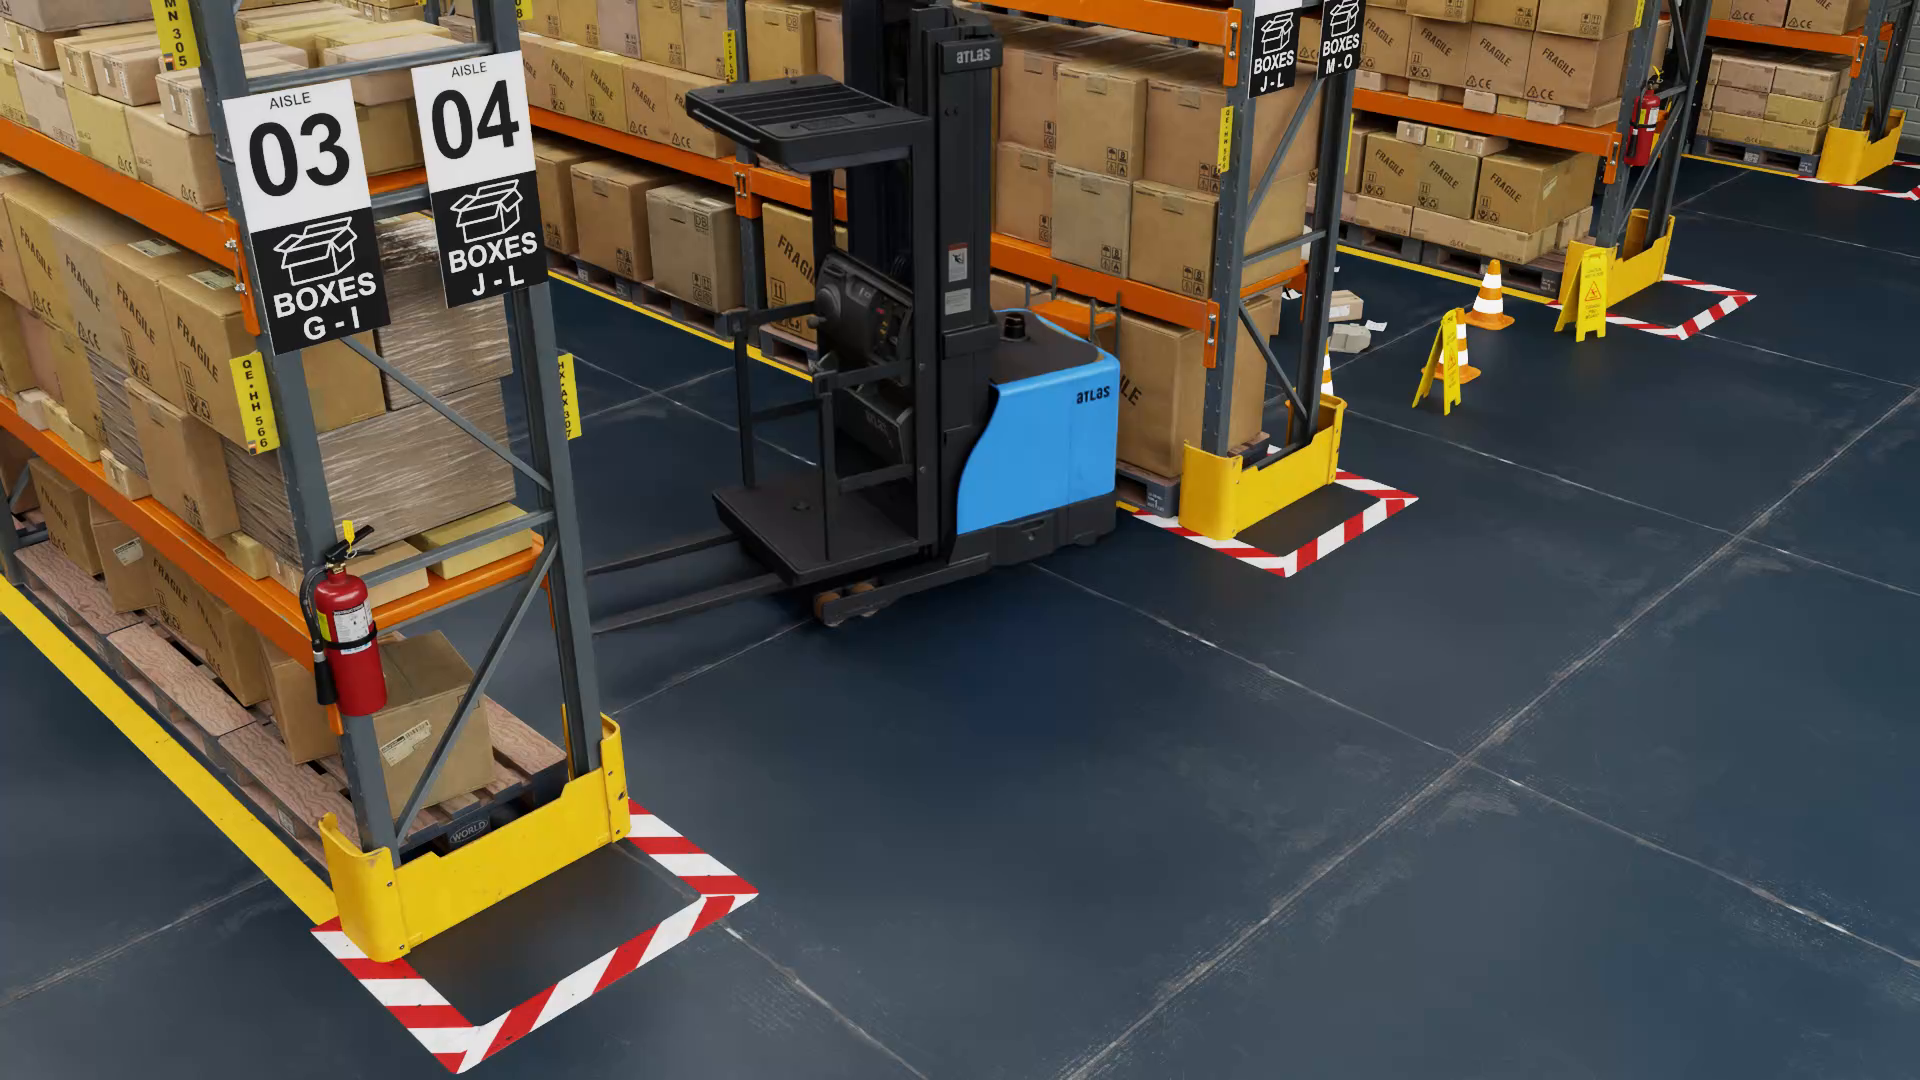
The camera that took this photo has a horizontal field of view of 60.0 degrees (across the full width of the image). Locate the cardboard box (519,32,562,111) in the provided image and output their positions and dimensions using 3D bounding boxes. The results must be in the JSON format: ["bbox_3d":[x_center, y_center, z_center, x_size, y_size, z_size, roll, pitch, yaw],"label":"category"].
[{"bbox_3d":[-3.126,-3.657,12.874,0.500,0.500,0.500,25,36,38],"label":"cardboard box"}]

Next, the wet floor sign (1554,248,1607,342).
[{"bbox_3d":[4.507,-1.785,11.951,0.267,0.644,0.232,-13,30,-22],"label":"wet floor sign"}]

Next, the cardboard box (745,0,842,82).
[{"bbox_3d":[-0.890,-3.286,10.954,0.550,0.550,0.875,25,36,38],"label":"cardboard box"}]

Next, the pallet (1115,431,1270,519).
[{"bbox_3d":[1.099,-0.569,10.105,1.213,0.211,1.003,25,36,38],"label":"pallet"}]

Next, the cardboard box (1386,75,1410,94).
[{"bbox_3d":[3.629,-3.689,13.312,0.250,0.149,0.380,25,36,38],"label":"cardboard box"}]

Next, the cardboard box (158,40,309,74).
[{"bbox_3d":[-2.346,-1.504,5.396,0.250,0.149,0.380,23,36,37],"label":"cardboard box"}]

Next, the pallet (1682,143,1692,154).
[{"bbox_3d":[7.159,-4.292,17.185,1.213,0.211,1.003,25,36,38],"label":"pallet"}]

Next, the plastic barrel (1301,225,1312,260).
[{"bbox_3d":[2.588,-2.275,13.122,0.512,0.421,0.421,-3,28,-5],"label":"plastic barrel"}]

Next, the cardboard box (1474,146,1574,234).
[{"bbox_3d":[4.368,-2.719,12.896,0.500,0.500,0.500,25,37,39],"label":"cardboard box"}]

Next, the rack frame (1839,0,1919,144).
[{"bbox_3d":[8.599,-4.892,15.331,0.127,3.000,1.000,25,36,38],"label":"rack frame"}]

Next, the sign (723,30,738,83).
[{"bbox_3d":[-1.502,-3.167,10.892,0.005,0.325,0.100,25,36,38],"label":"sign"}]

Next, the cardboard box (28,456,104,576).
[{"bbox_3d":[-4.421,-0.196,8.634,0.500,0.500,0.500,23,36,37],"label":"cardboard box"}]

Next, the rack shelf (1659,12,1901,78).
[{"bbox_3d":[7.173,-5.226,16.740,4.000,0.370,1.077,25,36,38],"label":"rack shelf"}]

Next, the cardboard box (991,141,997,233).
[{"bbox_3d":[0.302,-2.296,10.233,0.500,0.550,0.875,25,36,38],"label":"cardboard box"}]

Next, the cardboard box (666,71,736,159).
[{"bbox_3d":[-1.688,-2.999,11.623,0.500,0.500,0.500,24,36,38],"label":"cardboard box"}]

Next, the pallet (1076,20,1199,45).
[{"bbox_3d":[1.827,-4.762,15.289,1.213,0.211,1.003,25,36,38],"label":"pallet"}]

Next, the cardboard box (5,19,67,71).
[{"bbox_3d":[-3.165,-1.807,5.973,0.250,0.149,0.380,22,35,36],"label":"cardboard box"}]

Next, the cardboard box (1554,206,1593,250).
[{"bbox_3d":[4.741,-2.568,13.413,0.500,0.250,0.500,24,36,38],"label":"cardboard box"}]

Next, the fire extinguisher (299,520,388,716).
[{"bbox_3d":[-2.067,0.269,5.598,0.183,0.674,0.296,25,36,38],"label":"fire extinguisher"}]

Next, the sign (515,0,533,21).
[{"bbox_3d":[-1.446,-1.850,5.382,0.005,0.325,0.100,25,36,38],"label":"sign"}]

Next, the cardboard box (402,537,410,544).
[{"bbox_3d":[-2.027,-0.104,6.494,0.250,0.149,0.380,25,36,38],"label":"cardboard box"}]

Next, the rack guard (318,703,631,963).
[{"bbox_3d":[-1.880,1.127,6.570,0.348,0.500,1.175,25,36,38],"label":"rack guard"}]

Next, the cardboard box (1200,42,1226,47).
[{"bbox_3d":[2.388,-4.489,14.137,0.500,0.500,0.500,24,36,38],"label":"cardboard box"}]

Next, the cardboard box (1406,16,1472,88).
[{"bbox_3d":[3.834,-3.835,12.893,0.500,0.500,0.500,24,36,38],"label":"cardboard box"}]

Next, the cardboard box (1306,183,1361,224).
[{"bbox_3d":[3.270,-2.893,14.032,0.500,0.250,0.500,24,36,38],"label":"cardboard box"}]

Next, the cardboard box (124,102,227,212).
[{"bbox_3d":[-2.348,-1.289,5.417,0.500,0.250,0.500,-24,36,-38],"label":"cardboard box"}]

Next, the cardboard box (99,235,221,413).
[{"bbox_3d":[-2.752,-0.832,6.108,0.500,0.500,0.500,25,36,38],"label":"cardboard box"}]

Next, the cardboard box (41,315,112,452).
[{"bbox_3d":[-3.314,-0.787,7.097,0.500,0.500,0.875,25,36,38],"label":"cardboard box"}]

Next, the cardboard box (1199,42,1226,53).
[{"bbox_3d":[2.269,-4.229,14.339,0.250,0.149,0.380,24,36,38],"label":"cardboard box"}]

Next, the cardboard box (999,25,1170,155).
[{"bbox_3d":[0.725,-2.623,9.694,0.550,0.550,0.875,25,36,38],"label":"cardboard box"}]

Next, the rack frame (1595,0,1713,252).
[{"bbox_3d":[5.122,-3.244,12.196,0.127,3.000,1.000,25,36,38],"label":"rack frame"}]

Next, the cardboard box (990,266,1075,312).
[{"bbox_3d":[0.565,-1.299,10.330,0.875,0.875,0.875,24,36,38],"label":"cardboard box"}]

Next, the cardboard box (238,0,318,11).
[{"bbox_3d":[-2.695,-2.254,6.126,0.500,0.500,0.500,24,36,38],"label":"cardboard box"}]

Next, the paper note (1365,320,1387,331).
[{"bbox_3d":[3.052,-1.578,12.217,0.142,0.019,0.148,12,30,22],"label":"paper note"}]

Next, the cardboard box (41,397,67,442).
[{"bbox_3d":[-3.827,-0.579,7.399,0.250,0.149,0.380,25,36,38],"label":"cardboard box"}]

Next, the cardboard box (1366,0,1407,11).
[{"bbox_3d":[3.555,-4.465,13.018,0.500,0.500,0.700,24,36,38],"label":"cardboard box"}]

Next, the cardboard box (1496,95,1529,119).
[{"bbox_3d":[4.279,-3.320,12.611,0.250,0.149,0.380,24,36,38],"label":"cardboard box"}]

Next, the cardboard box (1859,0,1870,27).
[{"bbox_3d":[8.441,-5.190,15.791,0.500,0.500,0.500,-24,36,-38],"label":"cardboard box"}]

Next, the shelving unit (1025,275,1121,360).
[{"bbox_3d":[0.636,-0.870,9.554,0.258,1.200,0.503,-22,32,-40],"label":"shelving unit"}]

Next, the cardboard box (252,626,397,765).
[{"bbox_3d":[-2.710,0.572,7.173,0.500,0.500,0.500,-15,31,-27],"label":"cardboard box"}]

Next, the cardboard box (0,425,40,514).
[{"bbox_3d":[-5.101,-0.556,9.298,0.500,0.500,0.700,21,34,35],"label":"cardboard box"}]

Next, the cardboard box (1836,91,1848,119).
[{"bbox_3d":[8.410,-4.305,16.180,0.500,0.250,0.500,-25,36,-38],"label":"cardboard box"}]

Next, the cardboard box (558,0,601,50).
[{"bbox_3d":[-2.574,-4.018,12.486,0.500,0.500,0.700,24,36,38],"label":"cardboard box"}]

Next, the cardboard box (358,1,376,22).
[{"bbox_3d":[-4.844,-4.481,14.049,0.380,0.149,0.250,-24,36,-37],"label":"cardboard box"}]

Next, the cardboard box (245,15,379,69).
[{"bbox_3d":[-2.244,-1.718,5.803,0.250,0.149,0.380,24,36,38],"label":"cardboard box"}]

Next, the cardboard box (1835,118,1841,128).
[{"bbox_3d":[8.386,-4.086,16.302,0.500,0.250,0.500,25,37,39],"label":"cardboard box"}]

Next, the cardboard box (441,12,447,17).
[{"bbox_3d":[-4.350,-4.554,14.506,0.380,0.149,0.250,-23,36,-37],"label":"cardboard box"}]

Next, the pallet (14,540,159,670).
[{"bbox_3d":[-4.174,0.181,8.678,1.213,0.211,1.003,25,36,38],"label":"pallet"}]

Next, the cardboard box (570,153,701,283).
[{"bbox_3d":[-2.320,-2.552,12.847,0.750,0.750,1.050,25,36,38],"label":"cardboard box"}]

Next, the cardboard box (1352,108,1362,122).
[{"bbox_3d":[3.110,-3.540,13.760,0.380,0.149,0.250,-23,35,-36],"label":"cardboard box"}]

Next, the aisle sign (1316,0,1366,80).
[{"bbox_3d":[1.984,-2.795,8.550,0.004,0.787,0.394,25,36,38],"label":"aisle sign"}]

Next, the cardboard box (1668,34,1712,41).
[{"bbox_3d":[7.321,-5.021,17.006,0.500,0.250,0.500,24,36,37],"label":"cardboard box"}]

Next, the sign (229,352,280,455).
[{"bbox_3d":[-2.229,-0.430,5.261,0.005,0.325,0.100,25,36,38],"label":"sign"}]

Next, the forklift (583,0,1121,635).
[{"bbox_3d":[-0.664,-1.143,8.274,3.031,2.935,1.130,-16,31,-27],"label":"forklift"}]

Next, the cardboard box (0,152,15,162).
[{"bbox_3d":[-4.178,-1.485,7.349,0.500,0.500,0.500,25,36,38],"label":"cardboard box"}]

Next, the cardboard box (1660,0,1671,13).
[{"bbox_3d":[6.969,-5.510,16.398,0.500,0.500,0.500,25,37,39],"label":"cardboard box"}]

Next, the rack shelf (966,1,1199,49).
[{"bbox_3d":[0.844,-4.883,16.087,4.000,0.370,1.077,25,36,38],"label":"rack shelf"}]

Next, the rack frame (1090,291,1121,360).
[{"bbox_3d":[0.807,-0.799,9.395,0.240,1.200,0.015,-22,32,-40],"label":"rack frame"}]

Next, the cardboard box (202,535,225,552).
[{"bbox_3d":[-2.734,-0.101,6.490,0.250,0.149,0.380,25,36,38],"label":"cardboard box"}]
